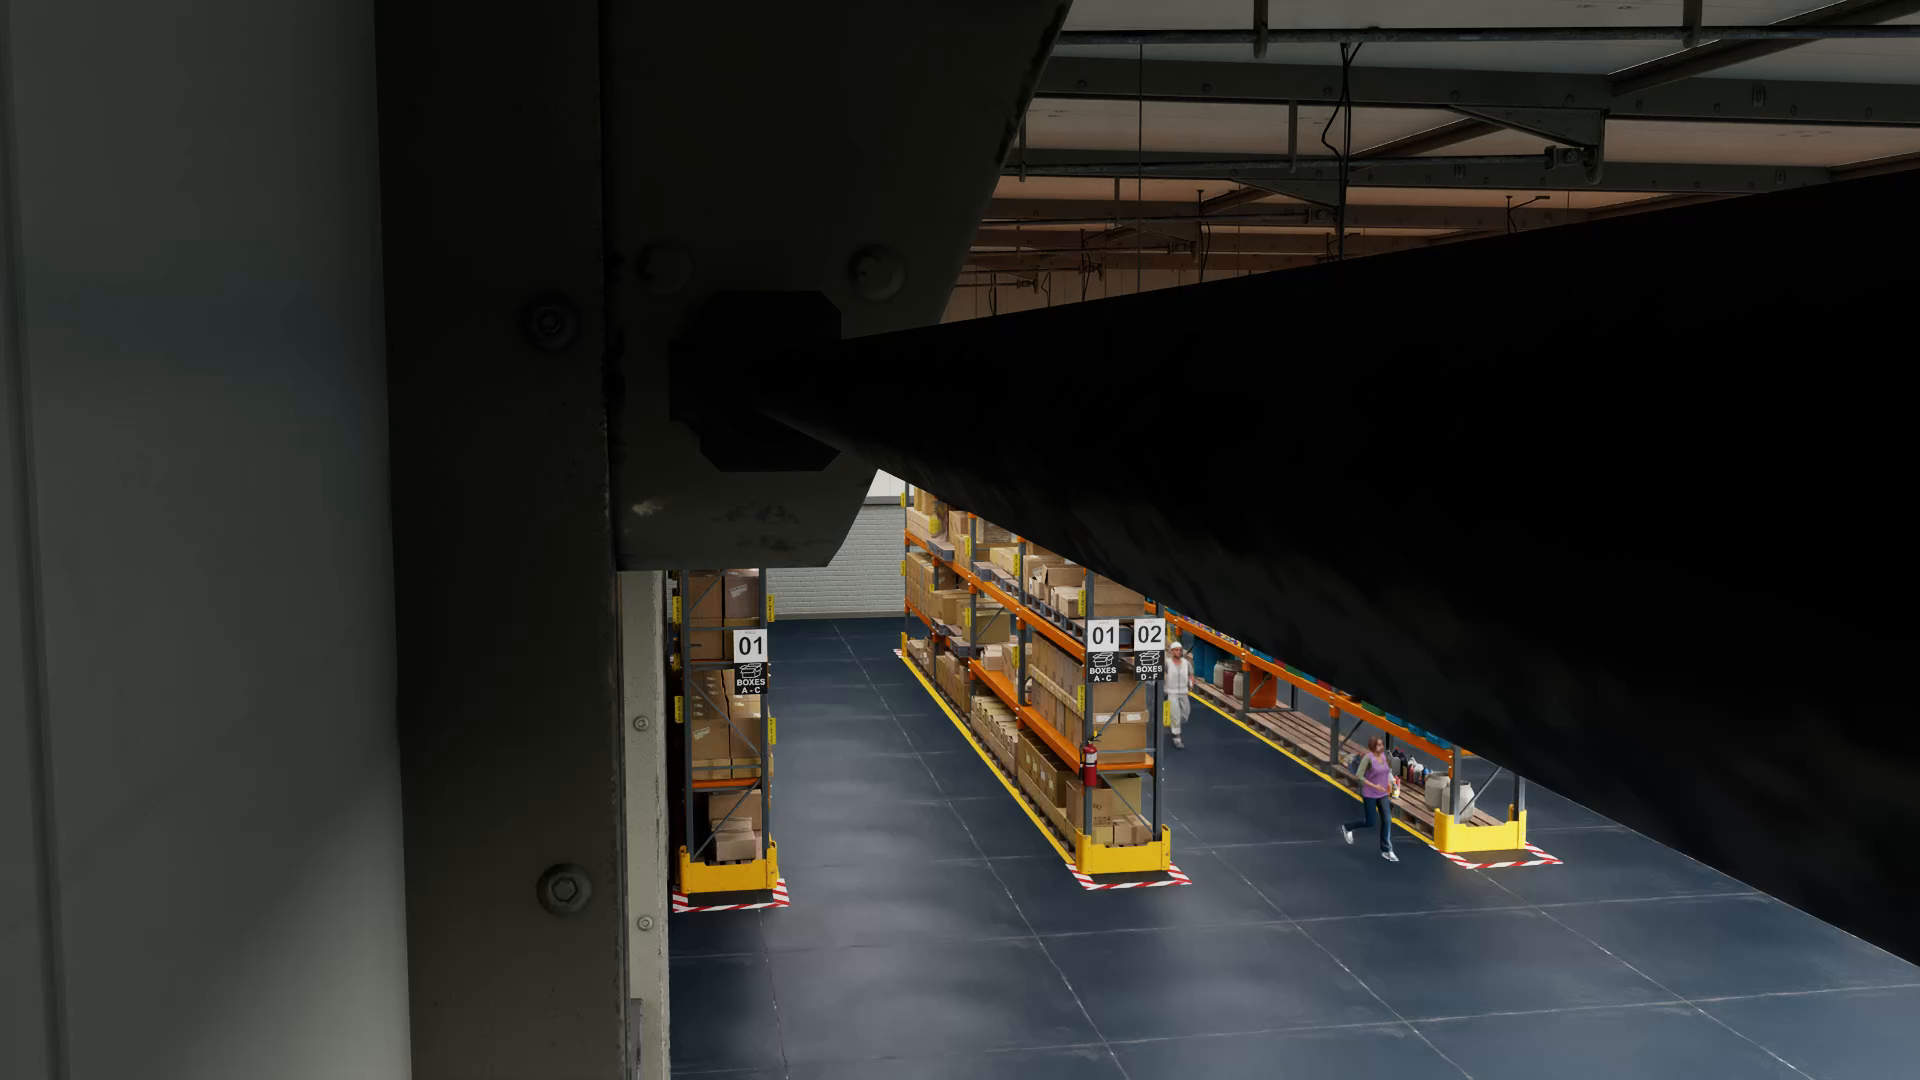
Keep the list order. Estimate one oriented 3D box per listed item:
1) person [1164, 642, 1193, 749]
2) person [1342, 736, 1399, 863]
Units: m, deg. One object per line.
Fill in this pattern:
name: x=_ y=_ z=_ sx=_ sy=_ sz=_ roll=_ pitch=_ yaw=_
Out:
person: x=3.614 y=2.577 z=27.843 sx=0.631 sy=1.750 sz=0.801 roll=-1 pitch=6 yaw=-13
person: x=5.362 y=3.318 z=21.560 sx=0.588 sy=1.595 sz=0.838 roll=-4 pitch=7 yaw=-32
